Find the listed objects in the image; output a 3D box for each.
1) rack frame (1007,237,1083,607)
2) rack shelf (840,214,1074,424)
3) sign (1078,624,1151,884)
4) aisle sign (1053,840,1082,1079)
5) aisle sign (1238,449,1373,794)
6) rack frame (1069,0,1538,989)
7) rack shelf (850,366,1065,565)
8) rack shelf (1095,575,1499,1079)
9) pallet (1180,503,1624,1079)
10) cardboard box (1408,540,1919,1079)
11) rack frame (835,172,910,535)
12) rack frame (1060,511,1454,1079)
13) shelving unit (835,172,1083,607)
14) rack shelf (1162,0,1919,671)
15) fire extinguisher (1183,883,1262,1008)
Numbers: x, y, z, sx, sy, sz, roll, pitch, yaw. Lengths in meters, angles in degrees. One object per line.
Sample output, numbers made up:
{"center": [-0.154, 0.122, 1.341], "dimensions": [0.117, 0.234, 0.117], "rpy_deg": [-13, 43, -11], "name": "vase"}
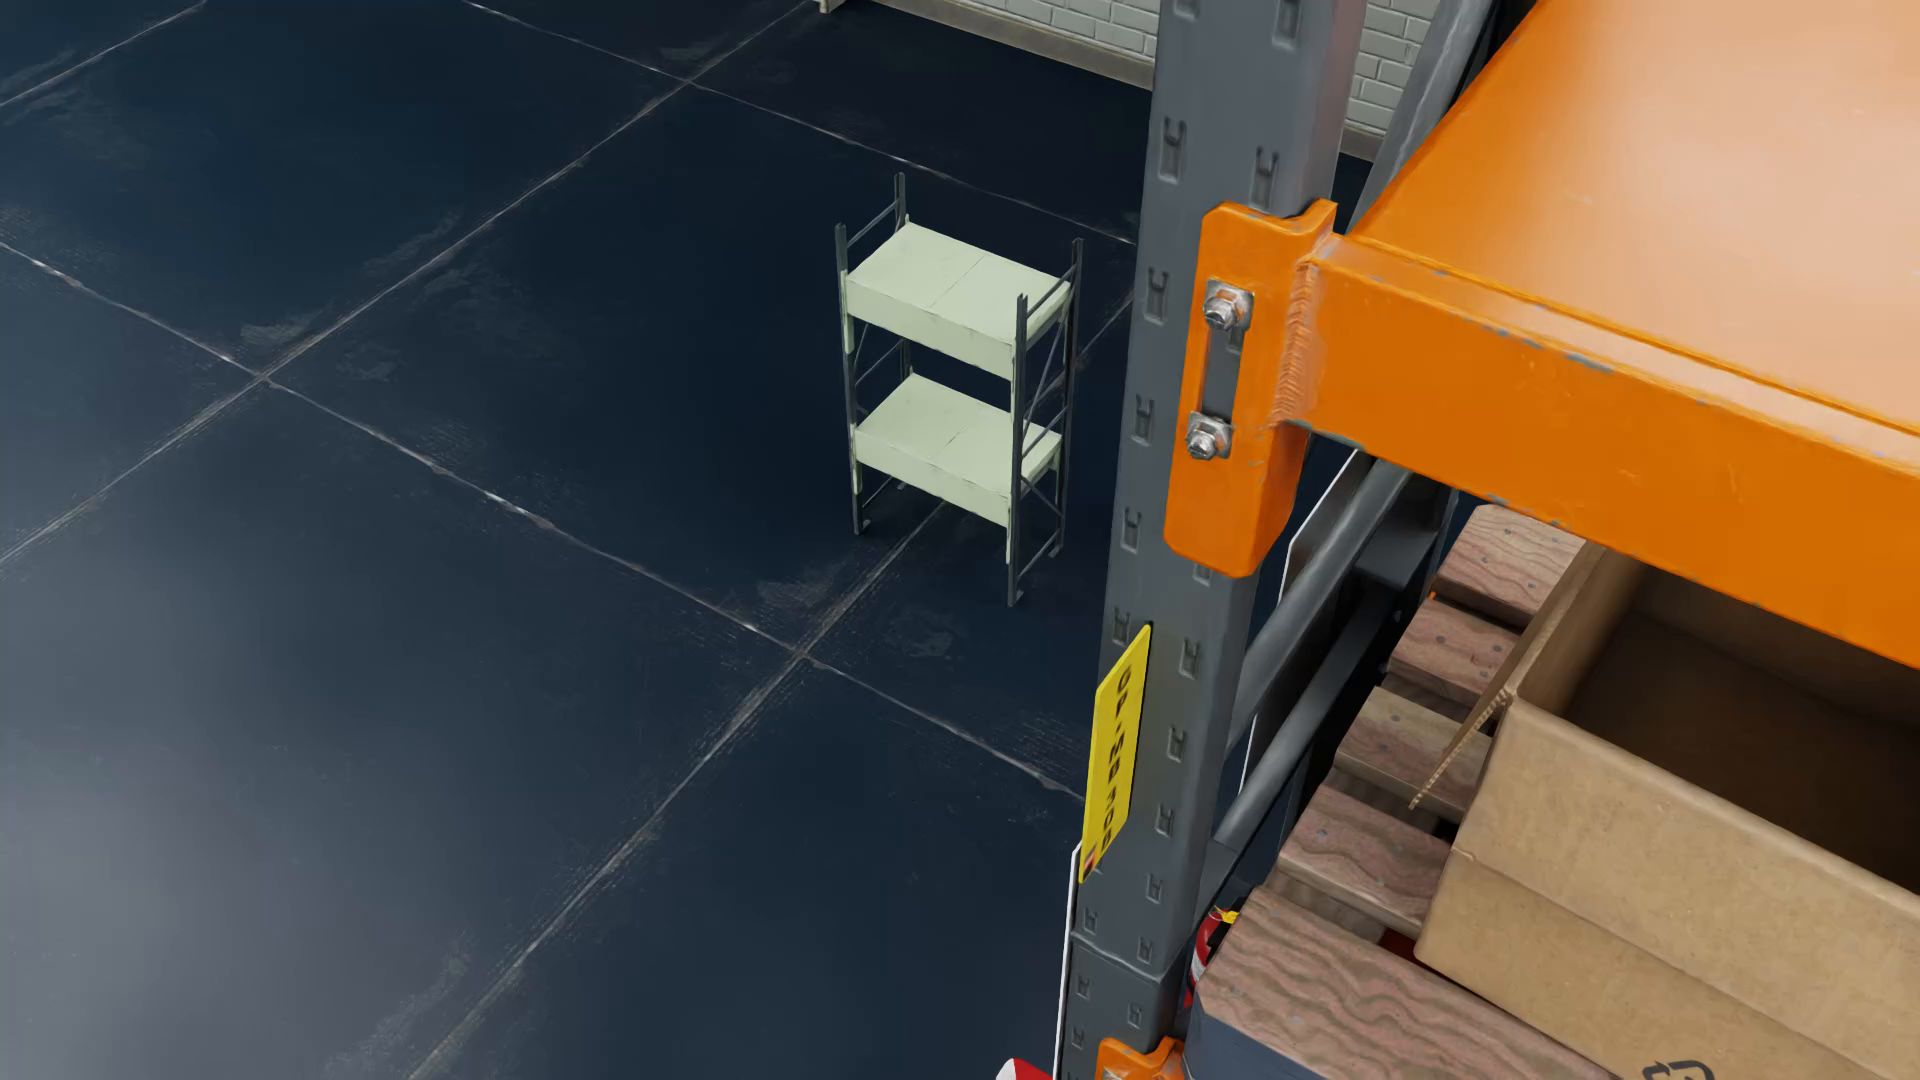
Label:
{"center": [0.302, -0.384, 6.077], "dimensions": [0.023, 1.500, 0.400], "rpy_deg": [25, 51, 22], "name": "rack frame"}
{"center": [-0.006, -0.797, 5.935], "dimensions": [0.720, 0.370, 0.431], "rpy_deg": [25, 51, 22], "name": "rack shelf"}
{"center": [0.155, 0.224, 1.685], "dimensions": [0.005, 0.325, 0.100], "rpy_deg": [25, 51, 22], "name": "sign"}
{"center": [0.239, 0.522, 2.339], "dimensions": [0.004, 0.787, 0.394], "rpy_deg": [25, 51, 22], "name": "aisle sign"}
{"center": [0.563, 0.160, 2.691], "dimensions": [0.004, 0.787, 0.394], "rpy_deg": [25, 51, 22], "name": "aisle sign"}
{"center": [0.460, -0.822, 1.274], "dimensions": [0.127, 3.000, 1.000], "rpy_deg": [25, 51, 22], "name": "rack frame"}
{"center": [-0.006, -0.298, 6.448], "dimensions": [0.720, 0.370, 0.431], "rpy_deg": [25, 51, 22], "name": "rack shelf"}
{"center": [2.143, 1.248, 1.856], "dimensions": [4.000, 0.370, 1.077], "rpy_deg": [25, 51, 22], "name": "rack shelf"}
{"center": [1.041, 0.543, 2.101], "dimensions": [1.213, 0.211, 1.003], "rpy_deg": [25, 51, 22], "name": "pallet"}
{"center": [0.941, 0.217, 1.894], "dimensions": [0.637, 0.503, 0.797], "rpy_deg": [28, 52, 25], "name": "cardboard box"}
{"center": [-0.314, -0.667, 6.352], "dimensions": [0.023, 1.500, 0.400], "rpy_deg": [25, 51, 22], "name": "rack frame"}
{"center": [0.460, 1.268, 3.426], "dimensions": [0.127, 3.000, 1.000], "rpy_deg": [25, 51, 22], "name": "rack frame"}
{"center": [-0.006, -0.525, 6.215], "dimensions": [0.755, 1.500, 0.431], "rpy_deg": [25, 51, 22], "name": "shelving unit"}
{"center": [2.143, 0.342, 0.923], "dimensions": [4.000, 0.370, 1.077], "rpy_deg": [25, 51, 22], "name": "rack shelf"}
{"center": [0.611, 0.969, 3.771], "dimensions": [0.183, 0.674, 0.296], "rpy_deg": [25, 51, 22], "name": "fire extinguisher"}
